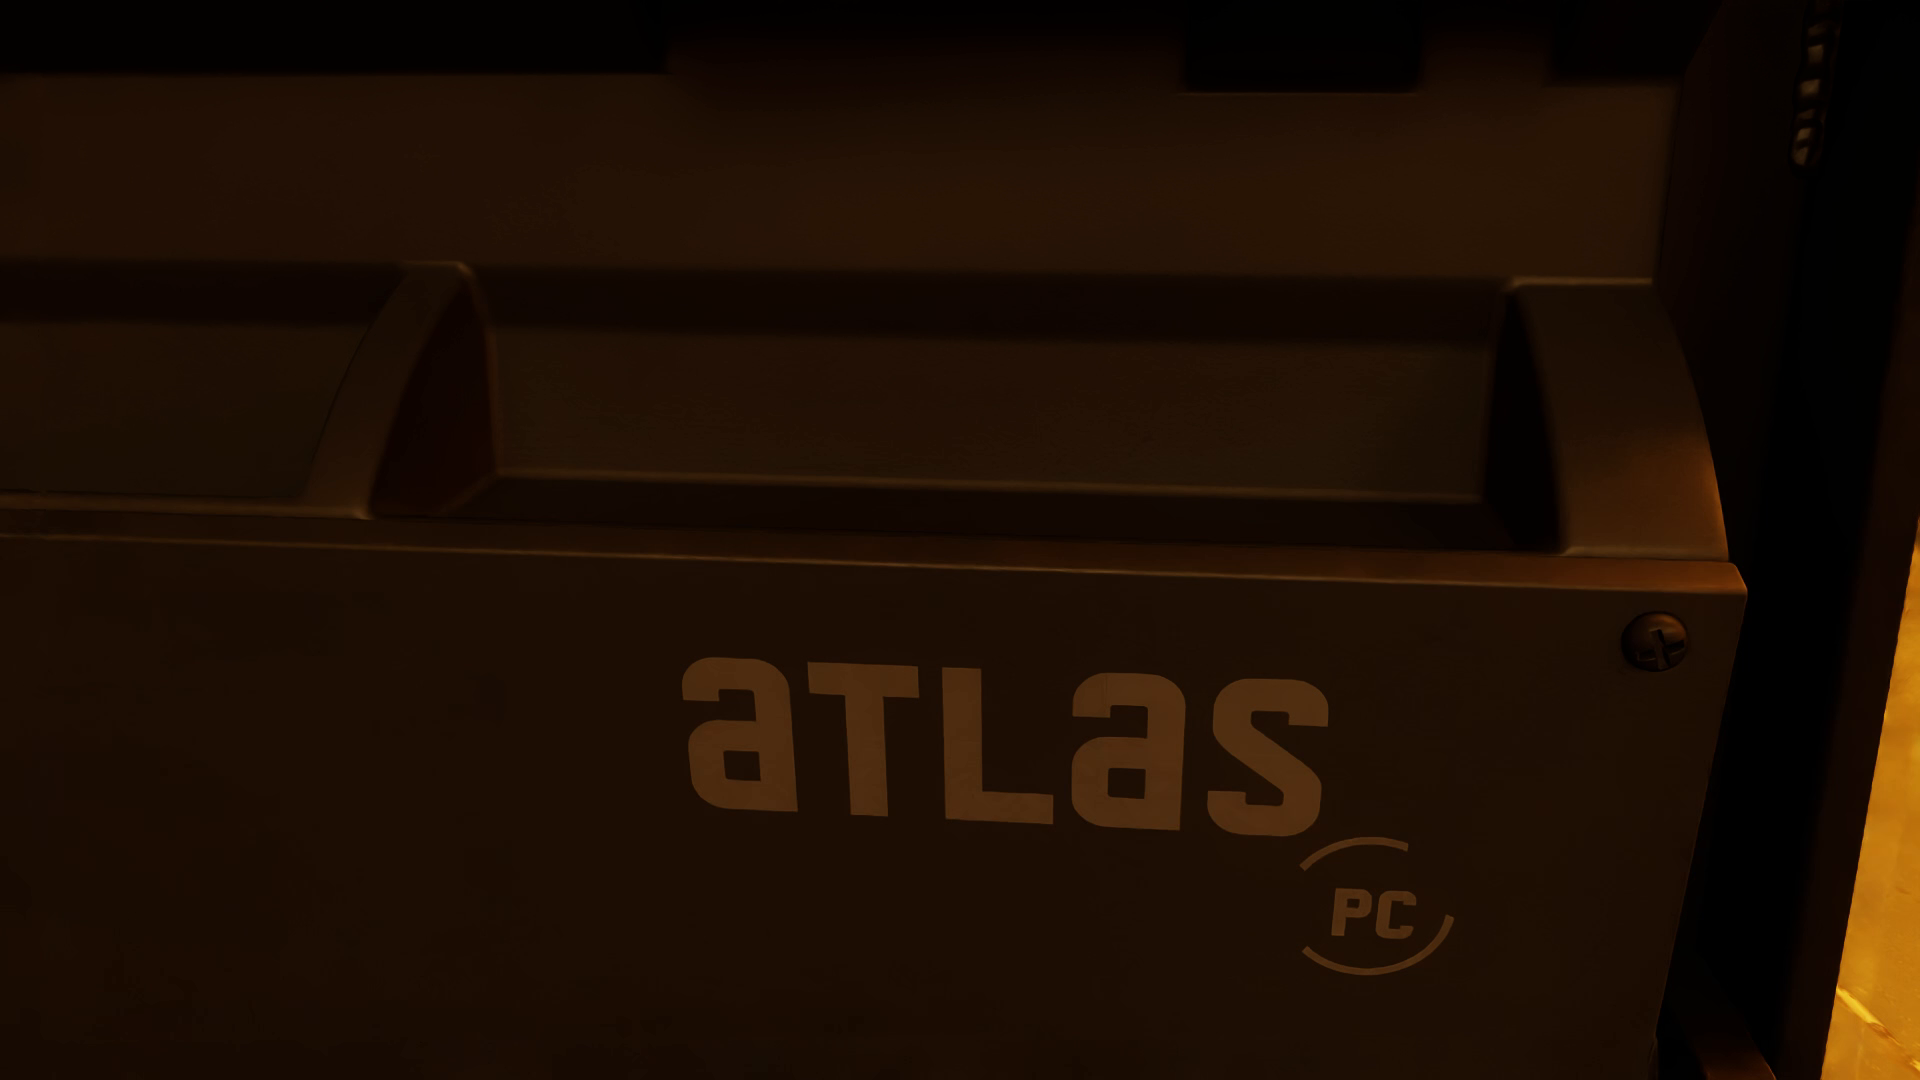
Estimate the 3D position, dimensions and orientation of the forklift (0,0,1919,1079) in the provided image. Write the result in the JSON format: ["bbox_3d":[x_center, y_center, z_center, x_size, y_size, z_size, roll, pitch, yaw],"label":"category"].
[{"bbox_3d":[-0.228,-0.424,0.293,1.130,2.935,3.031,2,17,6],"label":"forklift"}]
